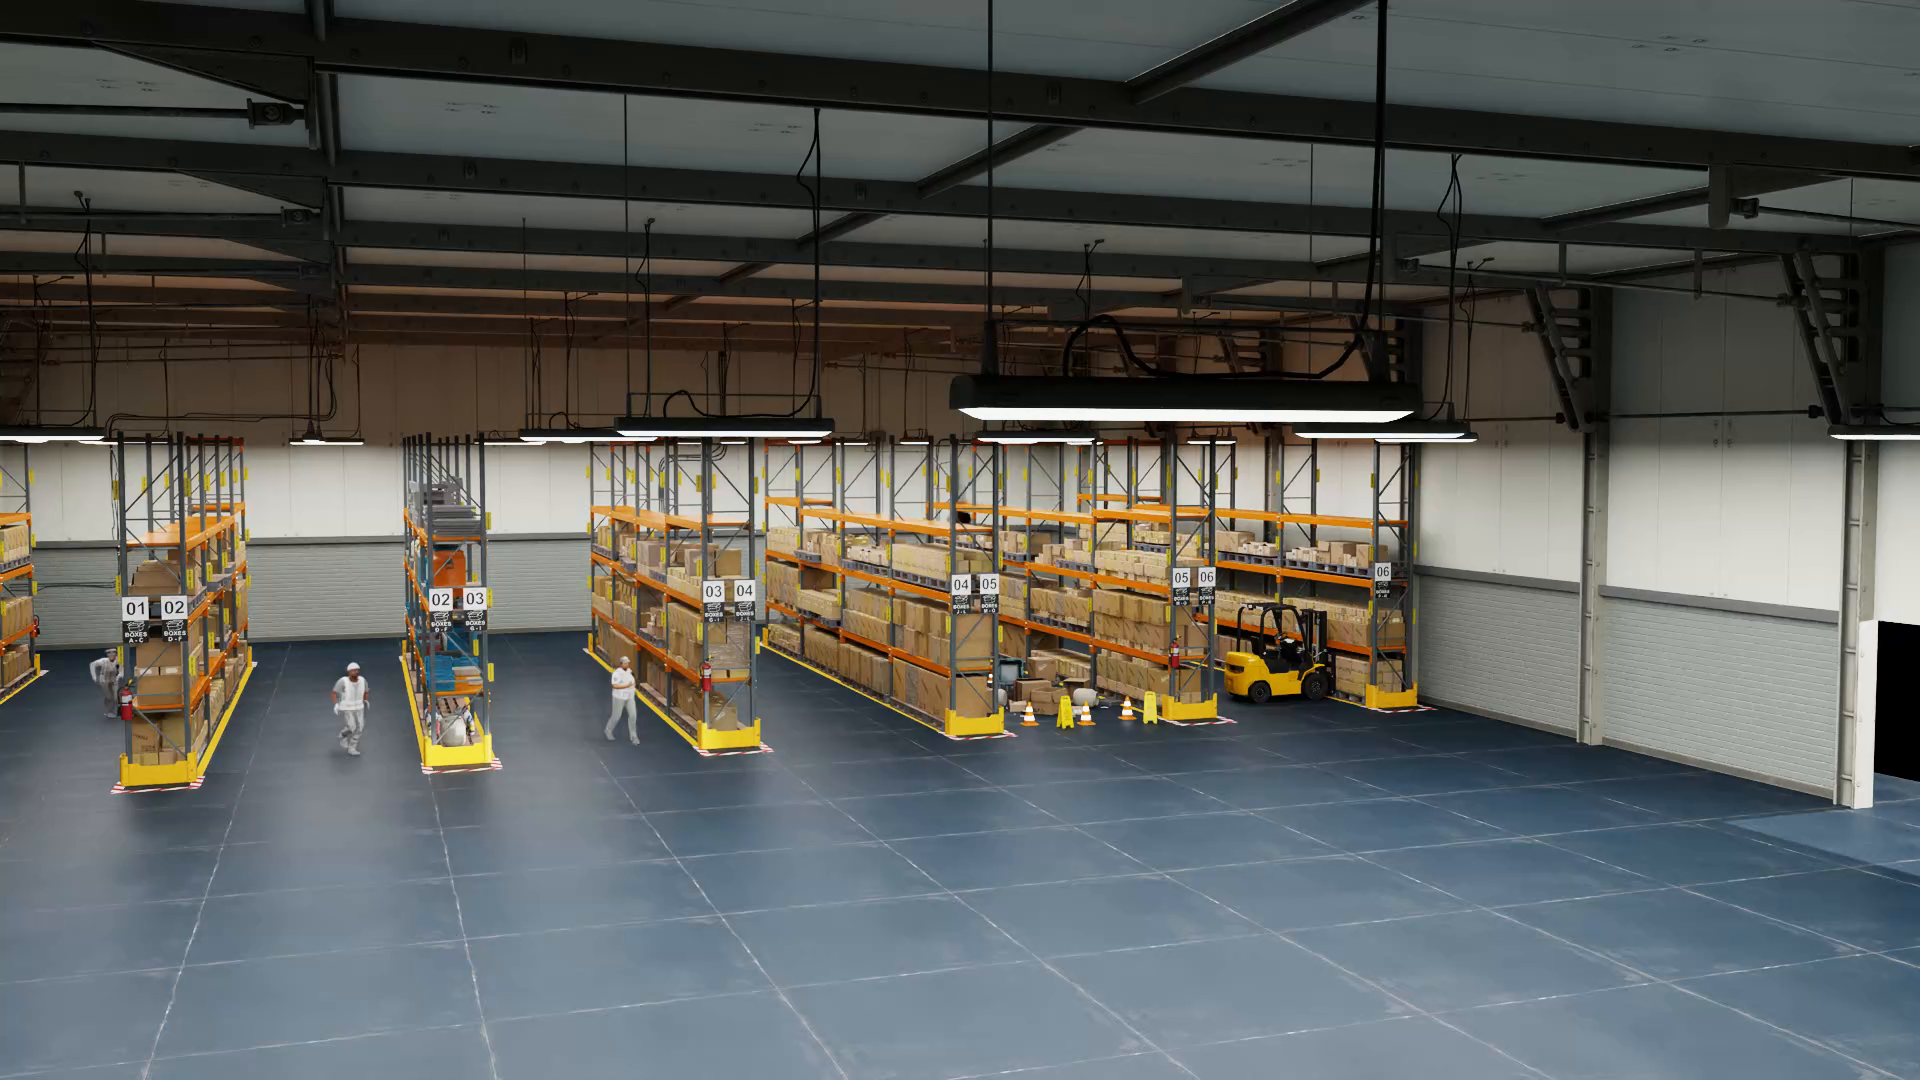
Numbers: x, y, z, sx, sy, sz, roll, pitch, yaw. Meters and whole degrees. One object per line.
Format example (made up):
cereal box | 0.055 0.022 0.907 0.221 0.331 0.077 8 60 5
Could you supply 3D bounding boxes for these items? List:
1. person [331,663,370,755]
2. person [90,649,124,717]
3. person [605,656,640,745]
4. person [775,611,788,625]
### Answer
person | -11.290 3.144 30.925 0.682 1.728 0.635 -3 4 -44
person | -18.018 3.038 35.164 0.640 1.490 0.748 -3 4 -39
person | -6.537 3.087 32.193 0.909 1.687 0.590 3 4 42
person | -5.278 2.199 49.660 0.551 1.520 0.547 0 3 2
